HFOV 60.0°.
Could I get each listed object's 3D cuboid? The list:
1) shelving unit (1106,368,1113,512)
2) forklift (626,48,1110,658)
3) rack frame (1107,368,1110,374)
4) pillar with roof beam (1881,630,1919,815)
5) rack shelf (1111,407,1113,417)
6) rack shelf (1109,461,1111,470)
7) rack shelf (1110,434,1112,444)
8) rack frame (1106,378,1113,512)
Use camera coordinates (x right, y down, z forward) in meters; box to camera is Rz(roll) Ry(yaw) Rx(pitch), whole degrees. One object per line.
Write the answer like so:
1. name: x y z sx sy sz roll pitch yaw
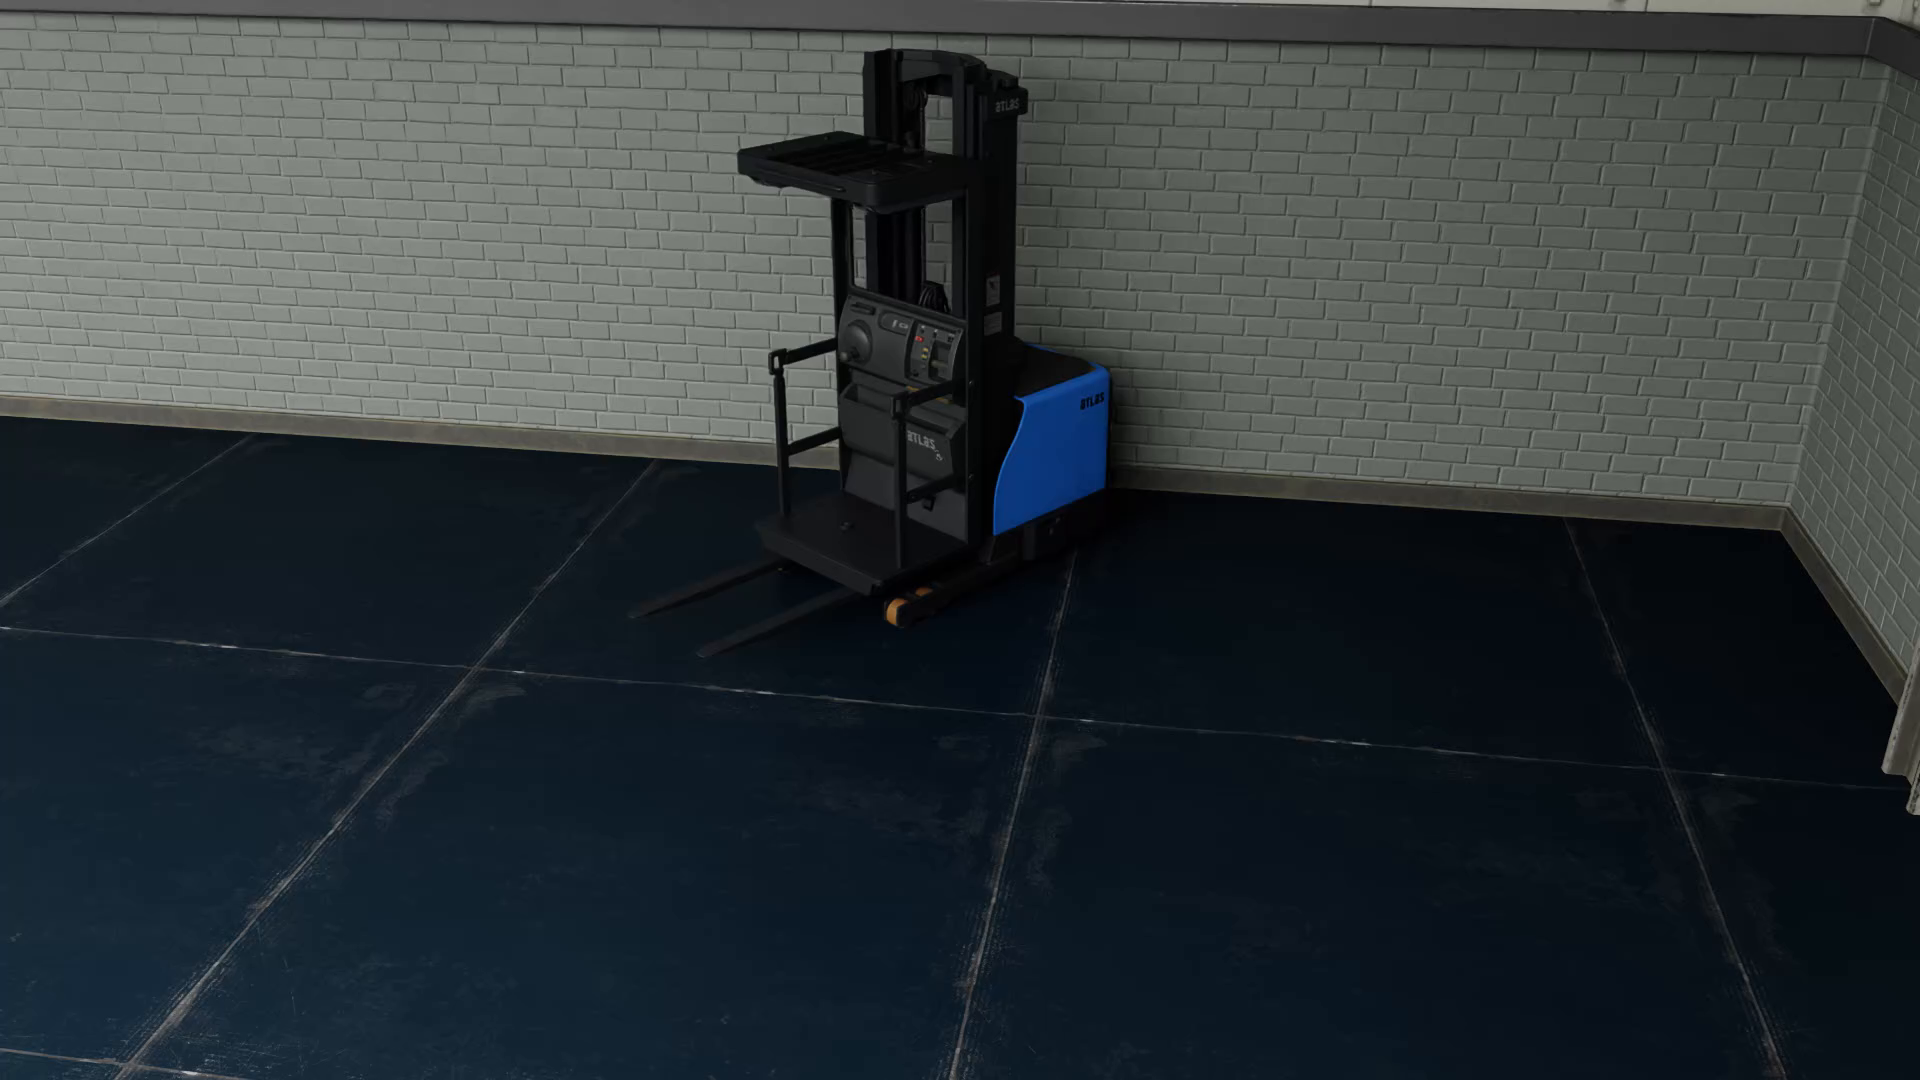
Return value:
1. shelving unit: 0.823 -0.630 10.532 0.258 0.900 0.210 0 25 0
2. forklift: -0.483 -1.085 9.111 1.130 2.935 3.031 23 33 40
3. rack frame: 0.823 -0.672 10.624 0.240 0.900 0.006 0 25 0
4. pillar with roof beam: 0.268 -3.197 6.466 9.100 9.000 0.400 4 25 9
5. rack shelf: 0.823 -0.844 10.432 0.258 0.077 0.200 0 25 0
6. rack shelf: 0.823 -0.518 10.584 0.258 0.077 0.200 0 25 0
7. rack shelf: 0.823 -0.681 10.508 0.258 0.077 0.200 0 25 0
8. rack frame: 0.823 -0.587 10.440 0.240 0.900 0.006 0 25 0
